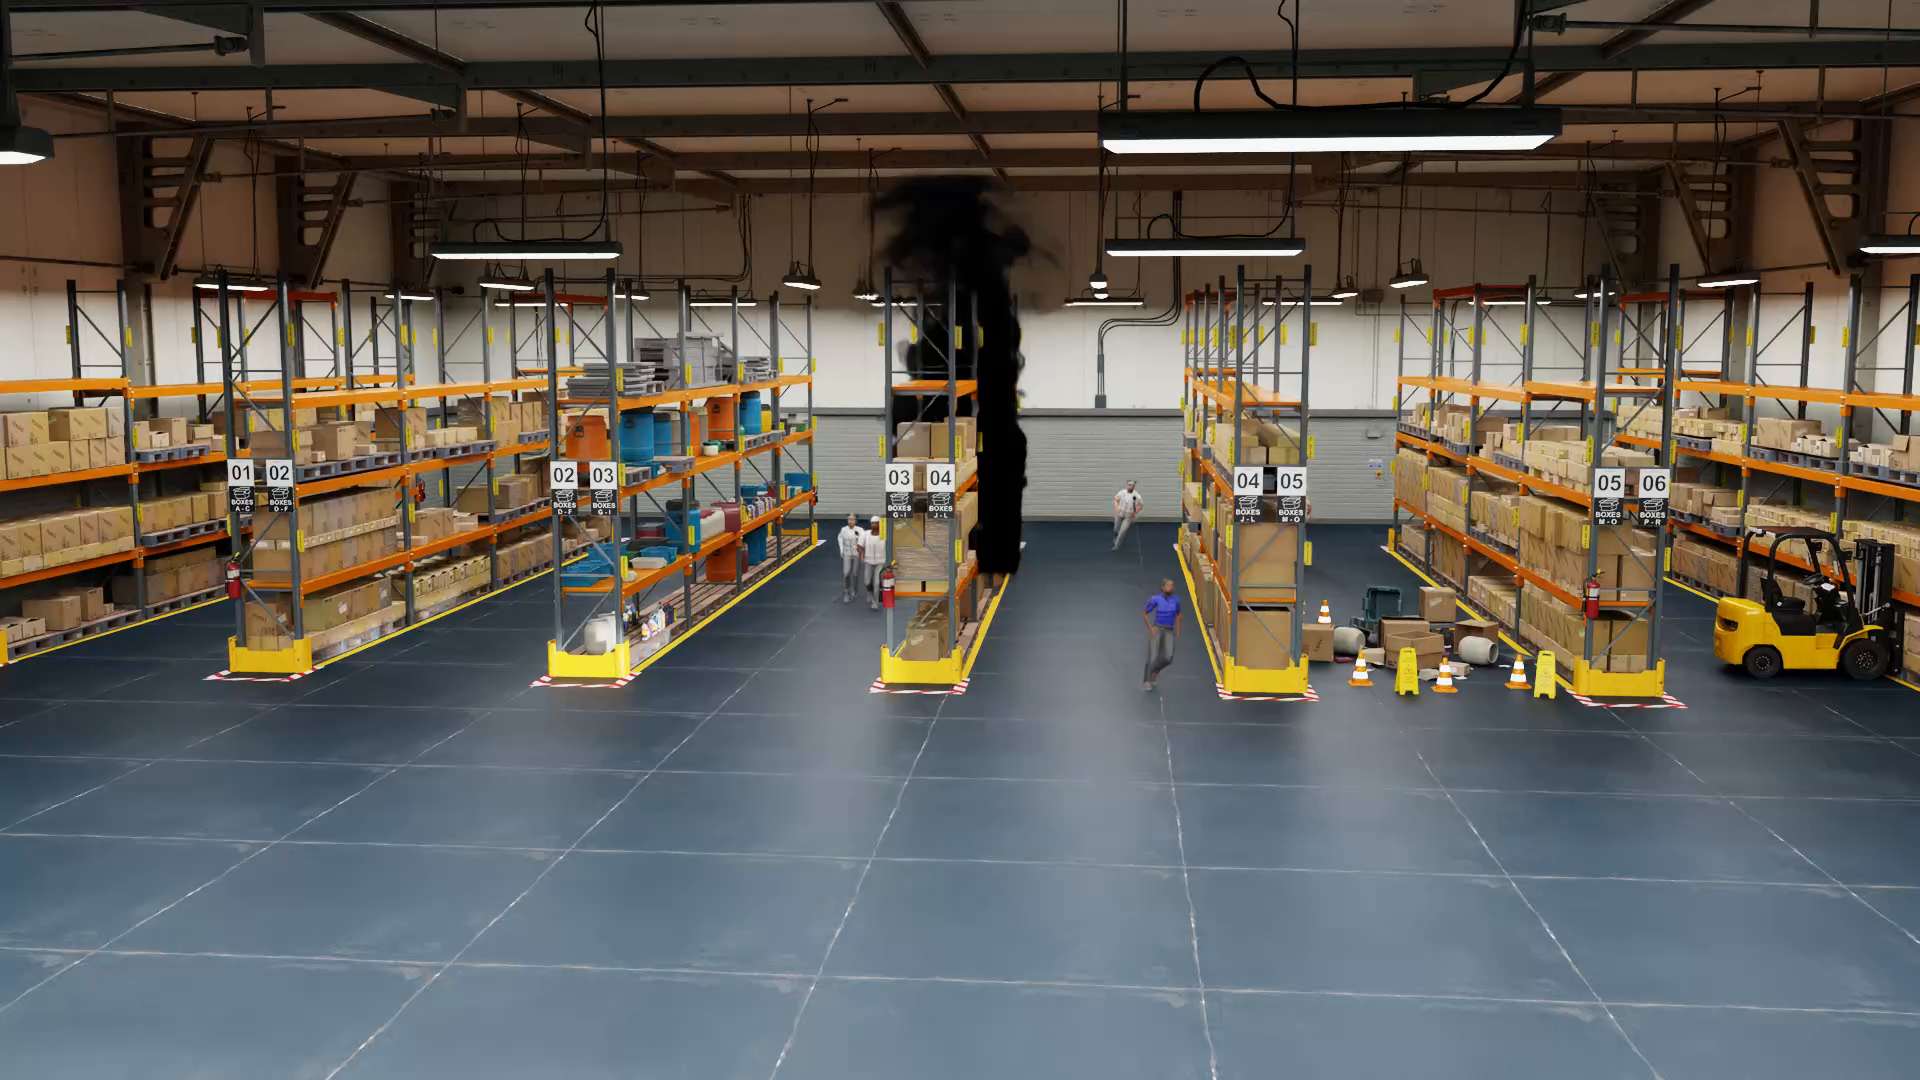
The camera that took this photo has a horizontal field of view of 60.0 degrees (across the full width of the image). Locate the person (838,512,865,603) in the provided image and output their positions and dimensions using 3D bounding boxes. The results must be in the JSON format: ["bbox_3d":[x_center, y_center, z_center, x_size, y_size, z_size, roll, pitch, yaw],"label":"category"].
[{"bbox_3d":[-2.044,0.332,31.717,0.599,1.748,0.736,0,7,1],"label":"person"}]

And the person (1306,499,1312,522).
[{"bbox_3d":[7.490,-0.419,37.349,0.641,1.775,0.690,-1,7,-11],"label":"person"}]

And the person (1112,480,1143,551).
[{"bbox_3d":[3.945,-0.607,39.350,0.758,1.690,0.710,2,7,15],"label":"person"}]

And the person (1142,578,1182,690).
[{"bbox_3d":[2.918,1.344,23.745,0.632,1.601,0.476,-1,7,-12],"label":"person"}]

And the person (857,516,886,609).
[{"bbox_3d":[-1.574,0.412,30.775,0.680,1.719,0.575,0,7,0],"label":"person"}]
